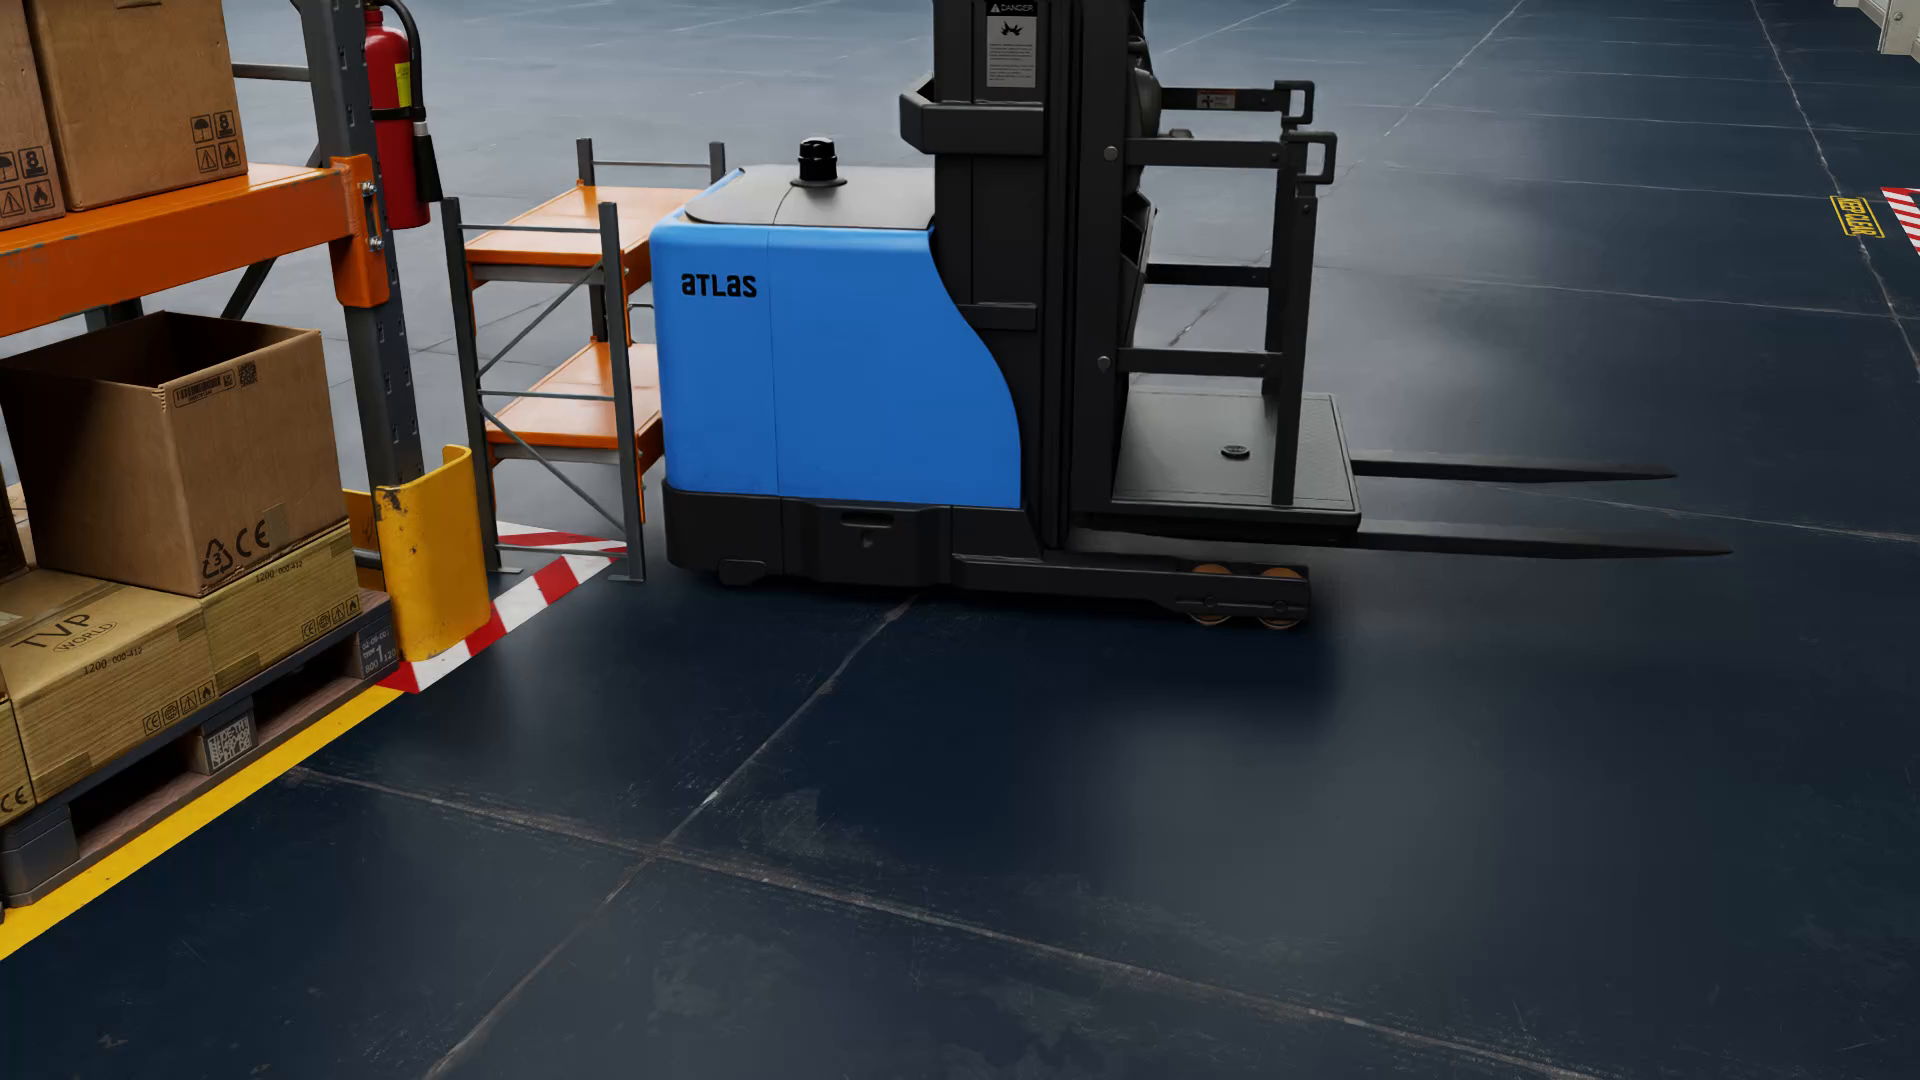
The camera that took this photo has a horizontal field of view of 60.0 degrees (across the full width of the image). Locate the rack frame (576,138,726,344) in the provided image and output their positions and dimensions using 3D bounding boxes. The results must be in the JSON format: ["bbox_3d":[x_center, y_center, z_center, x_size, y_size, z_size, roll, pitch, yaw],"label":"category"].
[{"bbox_3d":[-1.024,-0.800,5.705,0.500,1.125,0.032,4,23,8],"label":"rack frame"}]

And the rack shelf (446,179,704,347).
[{"bbox_3d":[-1.105,-0.876,5.129,0.538,0.278,1.000,4,23,8],"label":"rack shelf"}]

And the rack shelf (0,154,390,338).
[{"bbox_3d":[-2.667,-0.137,2.621,1.077,0.370,4.000,9,24,20],"label":"rack shelf"}]

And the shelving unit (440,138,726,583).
[{"bbox_3d":[-1.105,-0.606,5.242,0.538,1.125,1.048,4,23,8],"label":"shelving unit"}]

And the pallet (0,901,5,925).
[{"bbox_3d":[-2.624,0.816,3.022,1.003,0.211,1.213,9,24,20],"label":"pallet"}]

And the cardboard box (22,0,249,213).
[{"bbox_3d":[-2.110,-1.066,3.780,0.700,0.500,0.500,9,24,20],"label":"cardboard box"}]

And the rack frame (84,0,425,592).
[{"bbox_3d":[-1.924,-1.185,4.195,1.000,3.000,0.127,9,24,20],"label":"rack frame"}]

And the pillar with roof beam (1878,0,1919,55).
[{"bbox_3d":[5.909,-9.929,17.345,9.100,9.000,0.400,9,24,20],"label":"pillar with roof beam"}]

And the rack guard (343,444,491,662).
[{"bbox_3d":[-1.915,-0.040,4.698,1.175,0.500,0.348,9,24,20],"label":"rack guard"}]

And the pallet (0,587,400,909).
[{"bbox_3d":[-2.170,0.381,4.063,1.003,0.211,1.213,9,24,20],"label":"pallet"}]

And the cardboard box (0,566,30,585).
[{"bbox_3d":[-2.512,0.229,3.832,0.500,0.250,0.500,9,24,20],"label":"cardboard box"}]

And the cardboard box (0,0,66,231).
[{"bbox_3d":[-2.300,-0.877,3.329,0.700,0.500,0.500,9,24,21],"label":"cardboard box"}]

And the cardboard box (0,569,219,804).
[{"bbox_3d":[-2.024,0.305,3.651,0.500,0.250,0.500,9,24,20],"label":"cardboard box"}]

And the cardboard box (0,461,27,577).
[{"bbox_3d":[-2.514,-0.117,3.688,0.500,0.500,0.500,9,24,20],"label":"cardboard box"}]

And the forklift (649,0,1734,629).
[{"bbox_3d":[0.688,-1.323,4.616,3.031,2.935,1.130,3,23,7],"label":"forklift"}]

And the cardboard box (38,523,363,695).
[{"bbox_3d":[-1.849,0.124,4.084,0.500,0.250,0.500,9,24,20],"label":"cardboard box"}]

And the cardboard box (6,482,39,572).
[{"bbox_3d":[-2.330,0.050,4.261,0.500,0.250,0.500,9,24,20],"label":"cardboard box"}]

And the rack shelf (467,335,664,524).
[{"bbox_3d":[-1.105,-0.381,5.336,0.538,0.278,1.000,4,23,8],"label":"rack shelf"}]

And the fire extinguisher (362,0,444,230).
[{"bbox_3d":[-1.449,-1.125,4.152,0.296,0.674,0.183,9,24,20],"label":"fire extinguisher"}]

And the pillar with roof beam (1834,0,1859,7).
[{"bbox_3d":[8.137,-12.076,22.485,9.100,9.000,0.400,9,24,20],"label":"pillar with roof beam"}]

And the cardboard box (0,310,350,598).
[{"bbox_3d":[-1.847,-0.222,3.938,0.500,0.500,0.500,9,24,20],"label":"cardboard box"}]

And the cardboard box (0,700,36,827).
[{"bbox_3d":[-2.208,0.484,3.222,0.500,0.250,0.500,9,24,20],"label":"cardboard box"}]

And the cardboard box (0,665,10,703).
[{"bbox_3d":[-2.205,0.138,3.077,0.500,0.500,0.500,9,24,20],"label":"cardboard box"}]

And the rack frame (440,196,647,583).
[{"bbox_3d":[-1.186,-0.413,4.779,0.500,1.125,0.032,4,23,8],"label":"rack frame"}]
